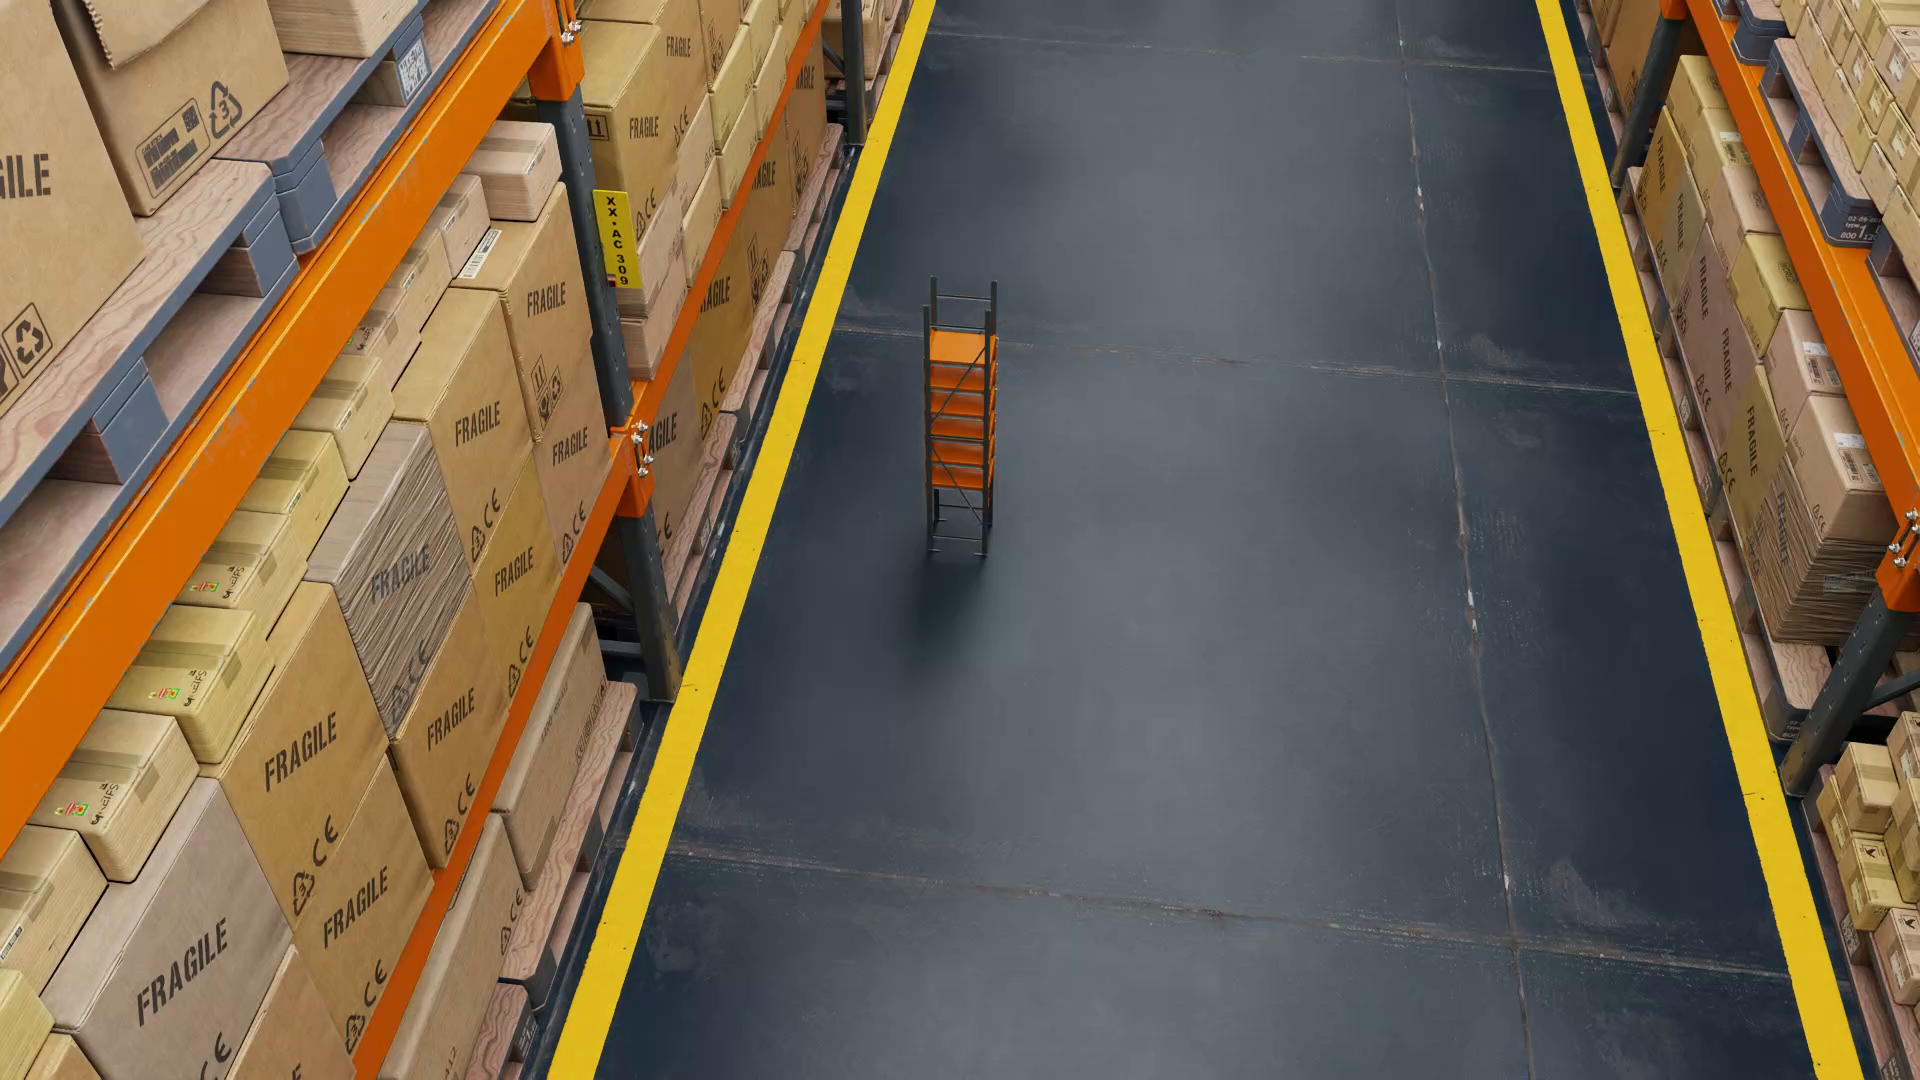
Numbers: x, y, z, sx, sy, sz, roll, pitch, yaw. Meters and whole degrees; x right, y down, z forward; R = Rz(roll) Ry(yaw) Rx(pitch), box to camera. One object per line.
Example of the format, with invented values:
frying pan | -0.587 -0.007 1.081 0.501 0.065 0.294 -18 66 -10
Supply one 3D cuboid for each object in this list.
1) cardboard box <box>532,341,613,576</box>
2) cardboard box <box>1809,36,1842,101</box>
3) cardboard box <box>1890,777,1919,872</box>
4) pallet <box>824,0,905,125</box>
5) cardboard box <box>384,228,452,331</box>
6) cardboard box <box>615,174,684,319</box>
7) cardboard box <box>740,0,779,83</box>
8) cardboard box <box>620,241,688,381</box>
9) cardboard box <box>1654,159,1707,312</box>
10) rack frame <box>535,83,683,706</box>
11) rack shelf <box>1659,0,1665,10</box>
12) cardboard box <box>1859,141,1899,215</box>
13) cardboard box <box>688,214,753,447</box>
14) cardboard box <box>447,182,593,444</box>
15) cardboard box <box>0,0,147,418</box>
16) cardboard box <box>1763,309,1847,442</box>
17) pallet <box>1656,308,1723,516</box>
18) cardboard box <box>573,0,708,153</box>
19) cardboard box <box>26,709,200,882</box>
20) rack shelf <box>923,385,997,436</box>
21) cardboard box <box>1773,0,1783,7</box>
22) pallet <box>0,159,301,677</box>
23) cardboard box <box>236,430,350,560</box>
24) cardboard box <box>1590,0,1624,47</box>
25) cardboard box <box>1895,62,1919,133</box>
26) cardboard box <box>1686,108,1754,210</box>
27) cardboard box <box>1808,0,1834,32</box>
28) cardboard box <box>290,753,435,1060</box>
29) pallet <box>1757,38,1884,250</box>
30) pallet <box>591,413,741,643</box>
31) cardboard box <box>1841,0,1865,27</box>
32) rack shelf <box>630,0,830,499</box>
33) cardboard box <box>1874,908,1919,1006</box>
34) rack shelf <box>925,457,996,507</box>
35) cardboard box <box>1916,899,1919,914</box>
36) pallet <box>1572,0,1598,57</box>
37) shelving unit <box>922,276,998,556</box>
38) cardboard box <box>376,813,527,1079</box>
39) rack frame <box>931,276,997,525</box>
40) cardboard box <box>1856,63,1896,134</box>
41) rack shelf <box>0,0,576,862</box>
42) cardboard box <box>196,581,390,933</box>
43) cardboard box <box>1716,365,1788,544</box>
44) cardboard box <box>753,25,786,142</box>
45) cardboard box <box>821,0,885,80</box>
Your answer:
cardboard box | -1.345 -0.267 4.777 0.500 0.500 0.500 6 44 6
cardboard box | 3.480 -1.785 6.331 0.380 0.149 0.250 6 44 6
cardboard box | 3.037 0.876 4.978 0.380 0.149 0.250 7 44 8
pallet | -0.903 -2.815 9.570 1.003 0.211 1.213 5 44 6
cardboard box | -1.447 -0.627 3.959 0.380 0.149 0.250 5 44 6
cardboard box | -1.199 -0.971 5.339 0.500 0.250 0.500 4 44 4
cardboard box | -1.000 -2.015 6.442 0.500 0.250 0.500 4 44 4
cardboard box | -1.217 -0.791 5.513 0.500 0.250 0.500 4 44 5
cardboard box | 3.503 -1.358 7.515 0.500 0.500 0.500 6 44 6
rack frame | -1.537 -0.570 5.170 1.000 3.000 0.127 5 44 6
rack shelf | 4.177 -4.016 9.333 1.077 0.370 4.000 5 44 6
cardboard box | 3.373 -1.246 5.762 0.380 0.149 0.250 4 44 4
cardboard box | -1.422 -0.997 6.861 0.875 0.875 0.875 6 44 7
cardboard box | -1.325 -0.622 4.426 0.500 0.500 0.500 5 44 5
cardboard box | -1.650 -0.518 2.483 0.500 0.500 0.500 6 44 6
cardboard box | 3.312 -0.585 6.154 0.500 0.250 0.500 7 44 7
pallet | 3.644 -0.540 7.167 1.003 0.211 1.213 5 44 6
cardboard box | -1.154 -1.592 5.450 0.500 0.500 0.500 5 44 5
cardboard box | -1.558 0.422 2.851 0.380 0.149 0.250 6 44 6
rack shelf | 0.002 -0.500 6.296 0.258 0.103 0.180 5 44 6
cardboard box | 3.582 -2.322 6.898 0.380 0.149 0.250 7 44 8
pallet | -1.819 -0.241 2.706 1.003 0.211 1.213 5 44 6
cardboard box | -1.493 -0.100 3.402 0.380 0.149 0.250 4 44 5
cardboard box | 4.194 -3.253 9.335 1.050 0.750 0.750 6 44 6
cardboard box | 3.384 -1.462 5.557 0.380 0.149 0.250 4 44 4
cardboard box | 3.514 -1.638 7.266 0.500 0.250 0.500 5 44 5
cardboard box | 3.517 -2.064 6.409 0.380 0.149 0.250 5 44 6
cardboard box | -1.543 0.784 3.668 0.500 0.500 0.500 7 44 7
pallet | 3.691 -1.492 6.284 1.003 0.211 1.213 5 44 6
pallet | -1.509 -0.090 6.691 1.003 0.211 1.213 5 44 6
cardboard box | 3.487 -1.999 6.124 0.380 0.149 0.250 6 44 7
rack shelf | -1.272 -1.671 6.857 1.077 0.370 4.000 5 44 6
cardboard box | 3.000 1.269 4.996 0.380 0.149 0.250 5 44 5
rack shelf | 0.002 -0.239 6.543 0.258 0.103 0.180 5 44 6
cardboard box | 3.077 1.154 4.901 0.380 0.149 0.250 5 44 5
pallet | 4.255 -3.262 10.041 1.003 0.211 1.213 5 44 6
shelving unit | 0.002 -0.446 6.348 0.258 1.200 0.189 5 44 6
cardboard box | -1.844 1.237 4.820 0.875 0.438 0.875 4 44 4
rack frame | 0.014 -0.508 6.414 0.240 1.200 0.006 5 44 6
cardboard box | 3.411 -1.546 5.862 0.380 0.149 0.250 5 44 6
rack shelf | -1.801 -0.034 2.946 1.077 0.370 4.000 5 44 6
cardboard box | -1.533 0.412 3.334 0.500 0.500 0.500 5 44 6
cardboard box | 3.300 -0.310 6.409 0.500 0.500 0.500 4 44 5
cardboard box | -0.991 -1.831 6.612 0.500 0.250 0.500 5 44 5
cardboard box | -0.923 -2.878 9.214 0.950 0.372 0.625 3 43 3
